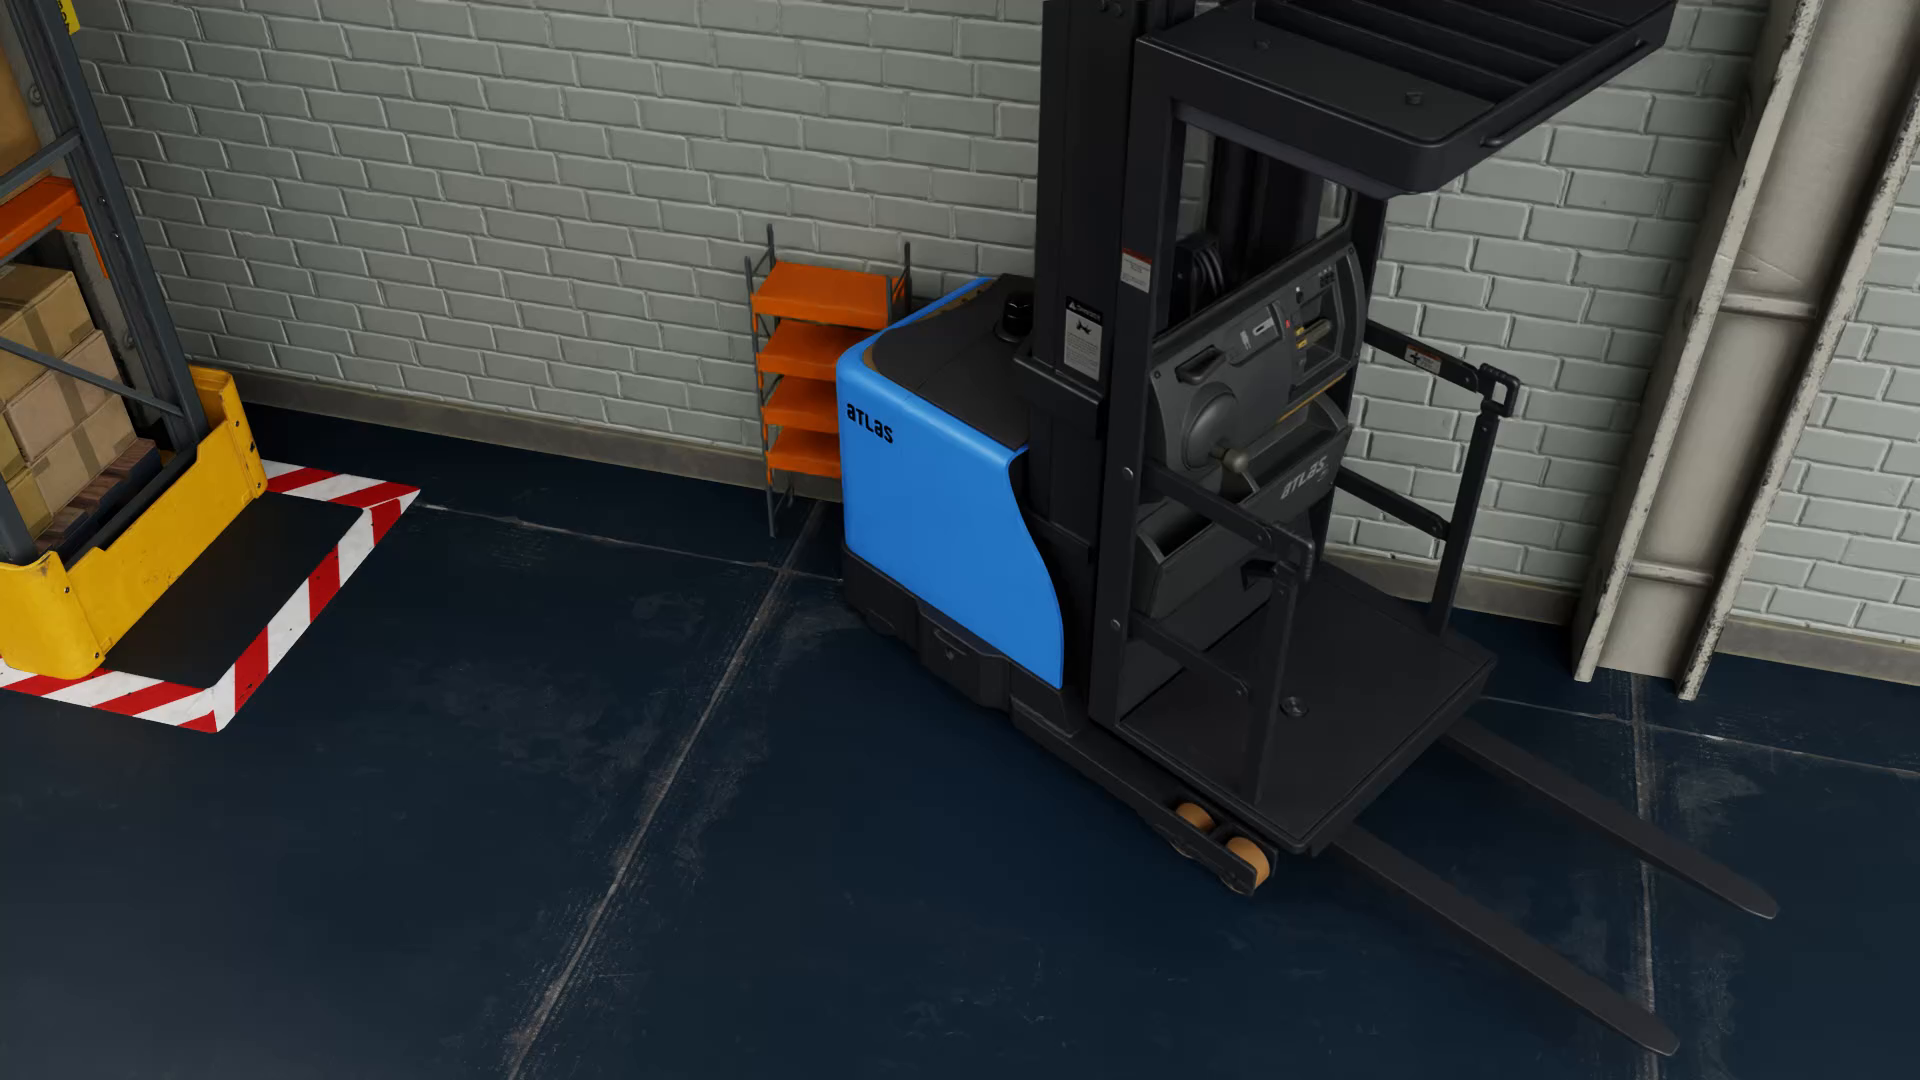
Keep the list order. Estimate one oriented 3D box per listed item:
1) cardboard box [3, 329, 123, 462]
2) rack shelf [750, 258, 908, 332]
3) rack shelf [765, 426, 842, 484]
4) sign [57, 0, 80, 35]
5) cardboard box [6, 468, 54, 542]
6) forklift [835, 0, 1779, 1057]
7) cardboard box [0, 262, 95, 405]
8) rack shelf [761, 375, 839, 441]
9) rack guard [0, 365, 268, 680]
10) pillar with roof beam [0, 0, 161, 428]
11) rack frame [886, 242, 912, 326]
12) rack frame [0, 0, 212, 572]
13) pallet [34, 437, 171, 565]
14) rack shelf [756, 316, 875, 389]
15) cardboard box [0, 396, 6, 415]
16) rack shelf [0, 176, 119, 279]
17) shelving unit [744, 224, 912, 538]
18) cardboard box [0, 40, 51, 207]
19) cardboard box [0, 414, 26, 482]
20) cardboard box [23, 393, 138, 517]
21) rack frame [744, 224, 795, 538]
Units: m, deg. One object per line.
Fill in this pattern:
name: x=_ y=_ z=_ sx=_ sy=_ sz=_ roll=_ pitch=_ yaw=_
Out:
cardboard box: x=-3.432 y=-0.563 z=6.011 sx=0.500 sy=0.250 sz=0.500 roll=10 pitch=41 yaw=12
rack shelf: x=-0.439 y=-0.805 z=5.664 sx=0.480 sy=0.148 sz=0.258 roll=9 pitch=41 yaw=11
rack shelf: x=-0.440 y=-0.300 z=6.087 sx=0.480 sy=0.148 sz=0.258 roll=9 pitch=41 yaw=11
sign: x=-2.882 y=-1.762 z=5.281 sx=0.005 sy=0.325 sz=0.100 roll=10 pitch=41 yaw=11
cardboard box: x=-3.567 y=-0.046 z=5.784 sx=0.500 sy=0.250 sz=0.500 roll=10 pitch=41 yaw=12
forklift: x=0.991 y=-0.446 z=4.502 sx=3.031 sy=2.935 sz=1.130 roll=32 pitch=50 yaw=32
cardboard box: x=-3.447 y=-0.745 z=5.838 sx=0.500 sy=0.250 sz=0.500 roll=9 pitch=41 yaw=11
rack shelf: x=-0.440 y=-0.452 z=5.960 sx=0.480 sy=0.148 sz=0.258 roll=9 pitch=41 yaw=11
rack guard: x=-3.008 y=-0.095 z=5.975 sx=0.348 sy=0.500 sz=1.175 roll=10 pitch=41 yaw=11
pillar with roof beam: x=-4.584 y=-1.355 z=0.866 sx=0.400 sy=9.000 sz=9.100 roll=10 pitch=41 yaw=11
rack frame: x=-0.203 y=-0.465 z=5.870 sx=0.015 sy=1.200 sz=0.240 roll=9 pitch=41 yaw=11
rack frame: x=-3.032 y=-1.056 z=5.175 sx=0.127 sy=3.000 sz=1.000 roll=10 pitch=41 yaw=11
pallet: x=-3.781 y=-0.090 z=6.193 sx=1.213 sy=0.211 sz=1.003 roll=10 pitch=41 yaw=11
rack shelf: x=-0.439 y=-0.624 z=5.816 sx=0.480 sy=0.148 sz=0.258 roll=9 pitch=41 yaw=11
cardboard box: x=-3.557 y=-0.430 z=5.464 sx=0.500 sy=0.250 sz=0.500 roll=11 pitch=41 yaw=13
rack shelf: x=-4.964 y=-1.113 z=5.803 sx=4.000 sy=0.370 sz=1.077 roll=10 pitch=41 yaw=11
shelving unit: x=-0.440 y=-0.504 z=5.917 sx=0.503 sy=1.200 sz=0.258 roll=9 pitch=41 yaw=11
cardboard box: x=-3.438 y=-1.350 z=5.447 sx=0.500 sy=0.500 sz=0.500 roll=11 pitch=41 yaw=13
cardboard box: x=-3.583 y=-0.242 z=5.629 sx=0.500 sy=0.250 sz=0.500 roll=9 pitch=41 yaw=11
cardboard box: x=-3.455 y=-0.367 z=6.167 sx=0.500 sy=0.250 sz=0.500 roll=10 pitch=41 yaw=12
rack frame: x=-0.676 y=-0.543 z=5.963 sx=0.015 sy=1.200 sz=0.240 roll=9 pitch=41 yaw=11
